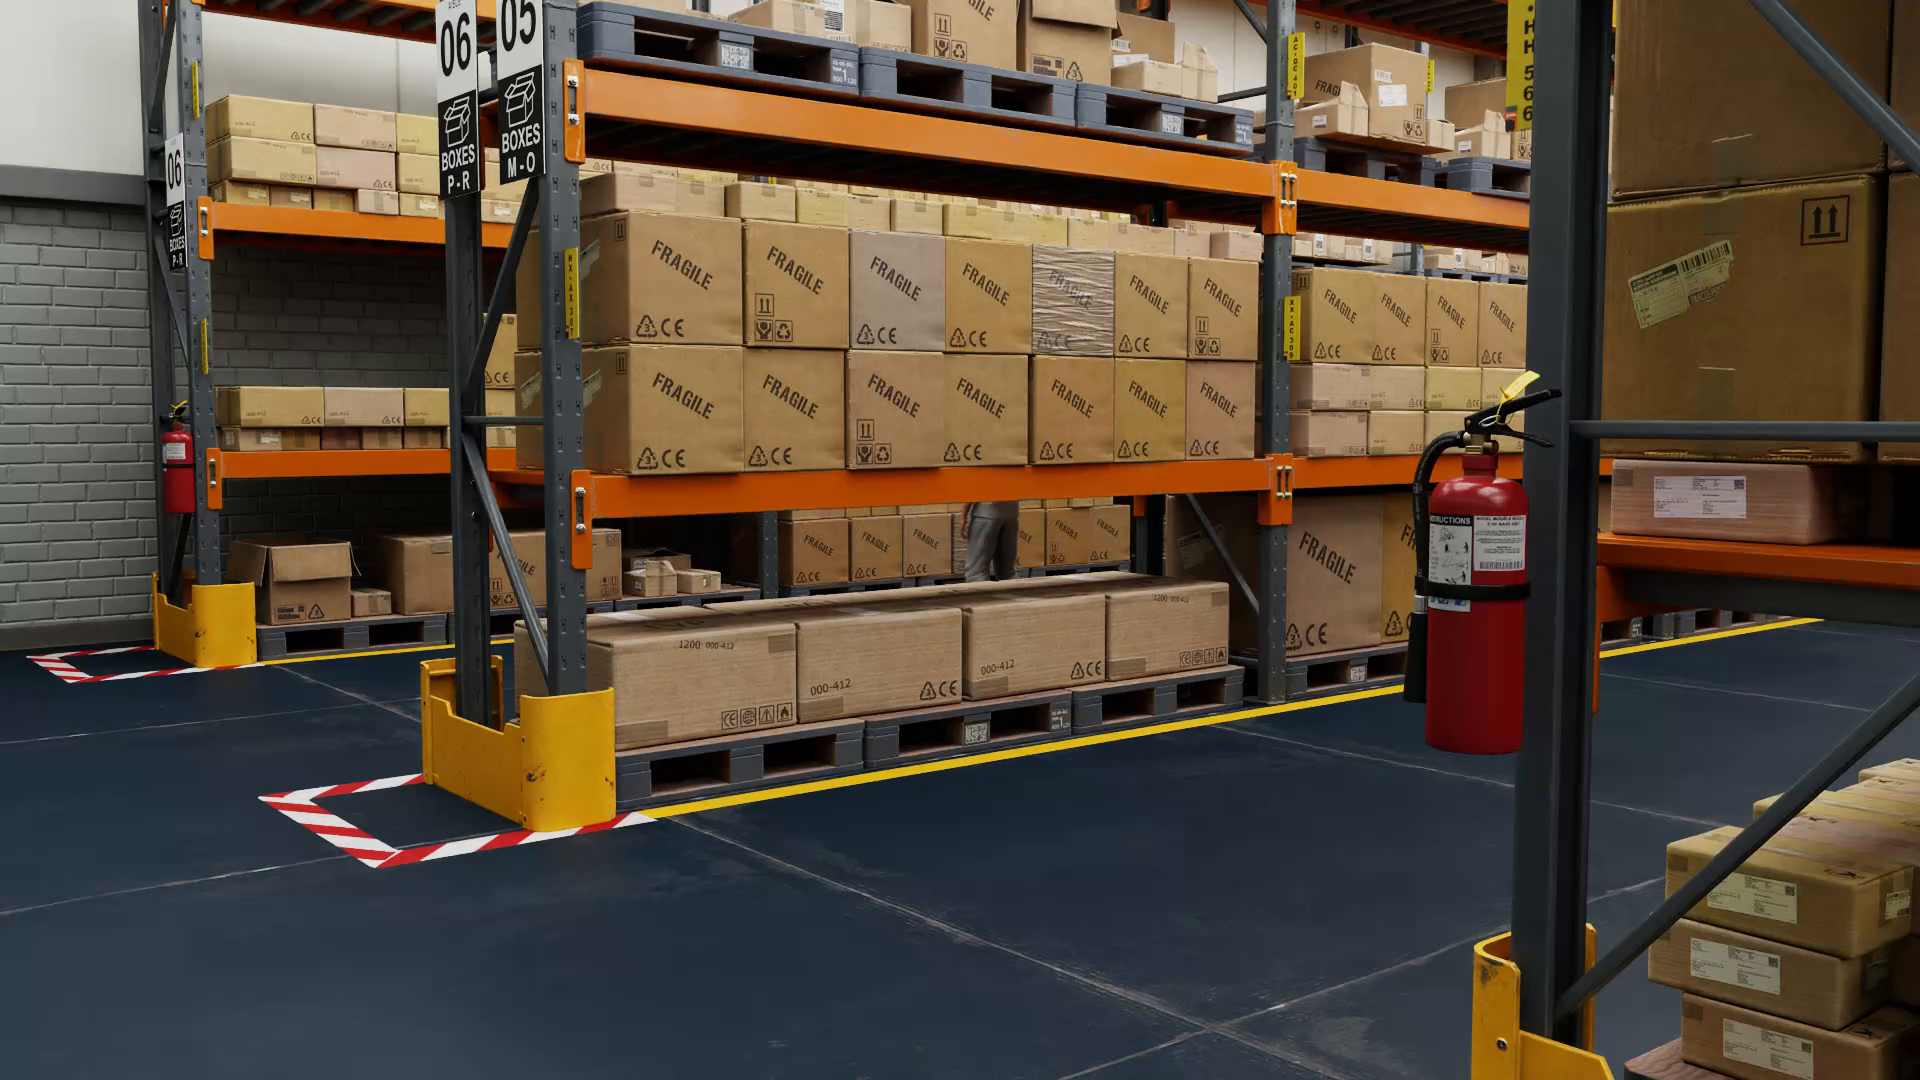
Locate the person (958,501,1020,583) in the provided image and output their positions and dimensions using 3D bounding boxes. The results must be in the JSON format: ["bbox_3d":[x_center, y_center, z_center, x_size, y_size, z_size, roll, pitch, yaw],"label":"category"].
[{"bbox_3d":[0.207,-0.134,10.991,0.510,1.668,0.358,-4,6,-41],"label":"person"}]
